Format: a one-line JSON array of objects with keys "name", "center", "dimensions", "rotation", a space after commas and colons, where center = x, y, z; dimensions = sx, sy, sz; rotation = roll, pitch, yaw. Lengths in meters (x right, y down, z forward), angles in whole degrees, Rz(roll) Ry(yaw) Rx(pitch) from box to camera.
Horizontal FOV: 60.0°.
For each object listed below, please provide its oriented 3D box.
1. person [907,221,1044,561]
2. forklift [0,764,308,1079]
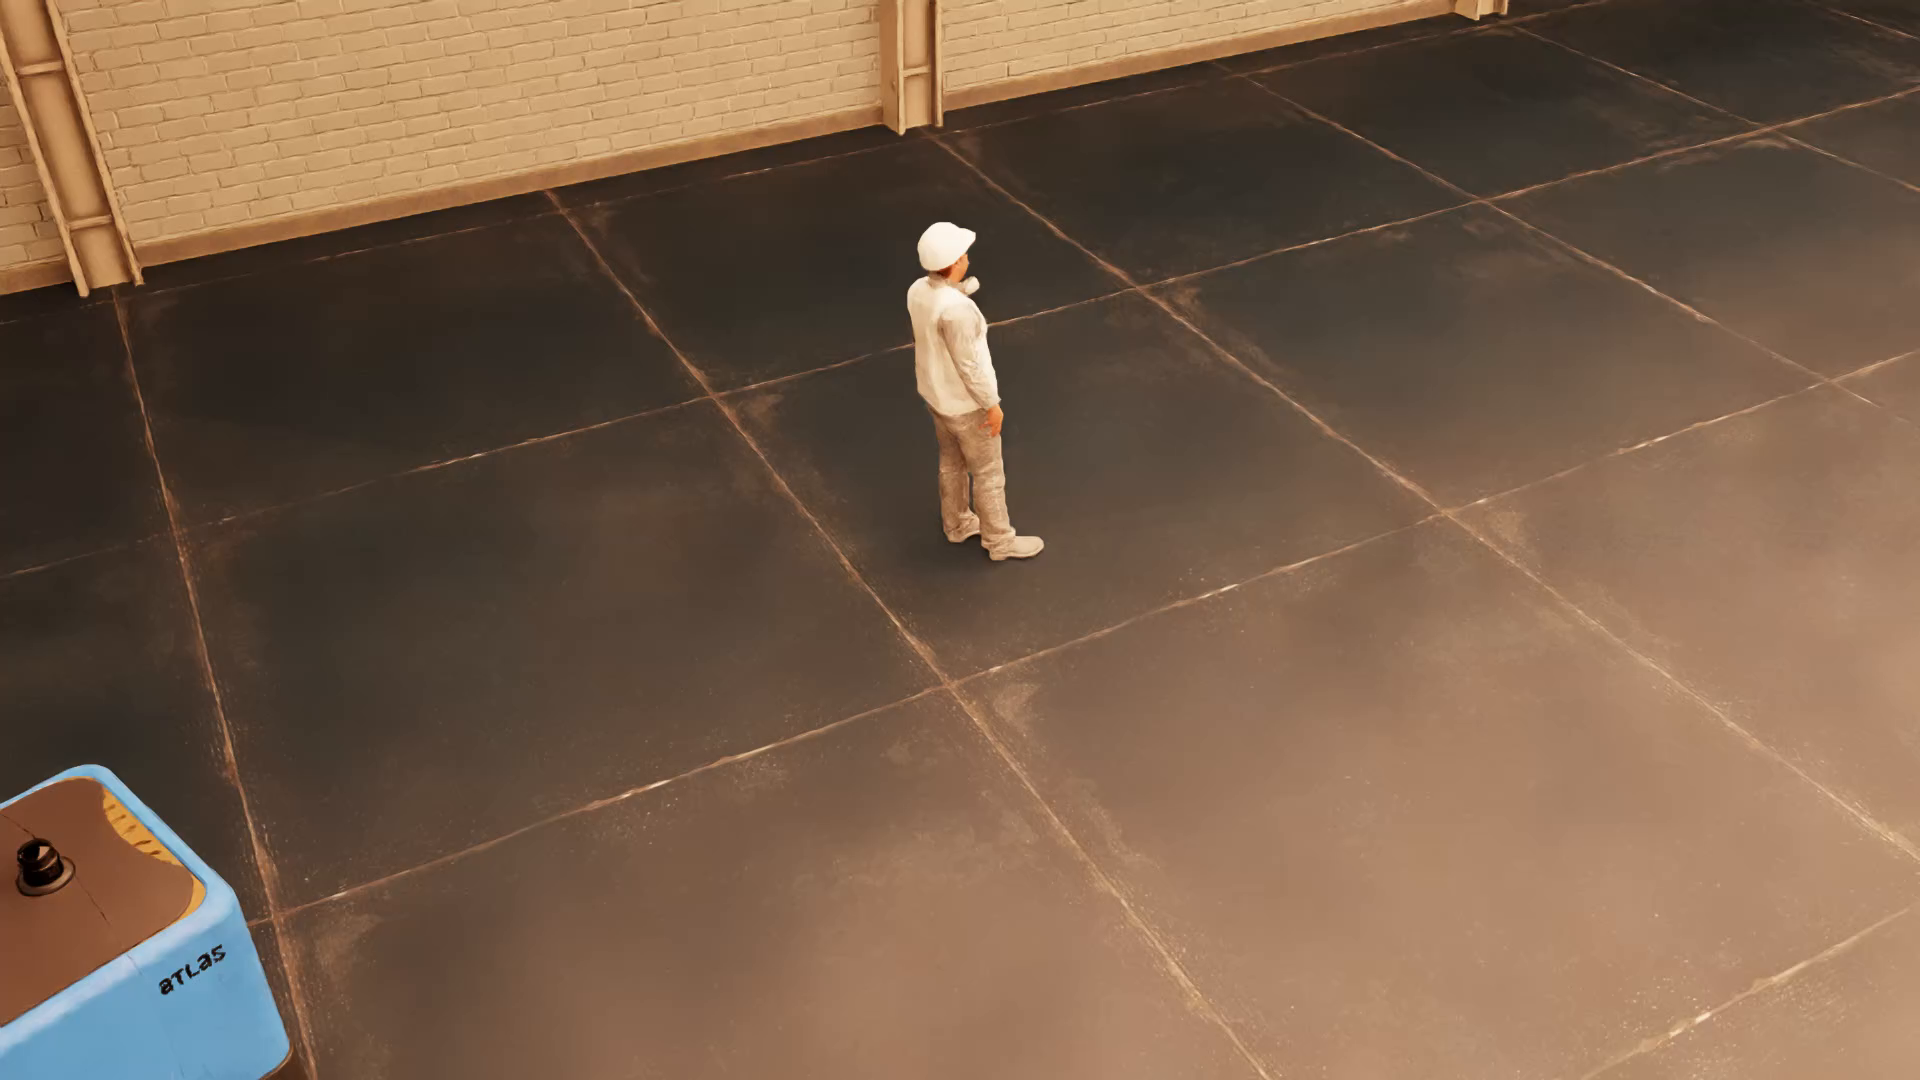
[{"name": "person", "center": [0.059, -0.743, 8.164], "dimensions": [0.567, 1.773, 0.632], "rotation": [-17, 39, -23]}, {"name": "forklift", "center": [-3.624, 1.249, 4.355], "dimensions": [1.130, 2.935, 3.031], "rotation": [27, 43, 33]}]
